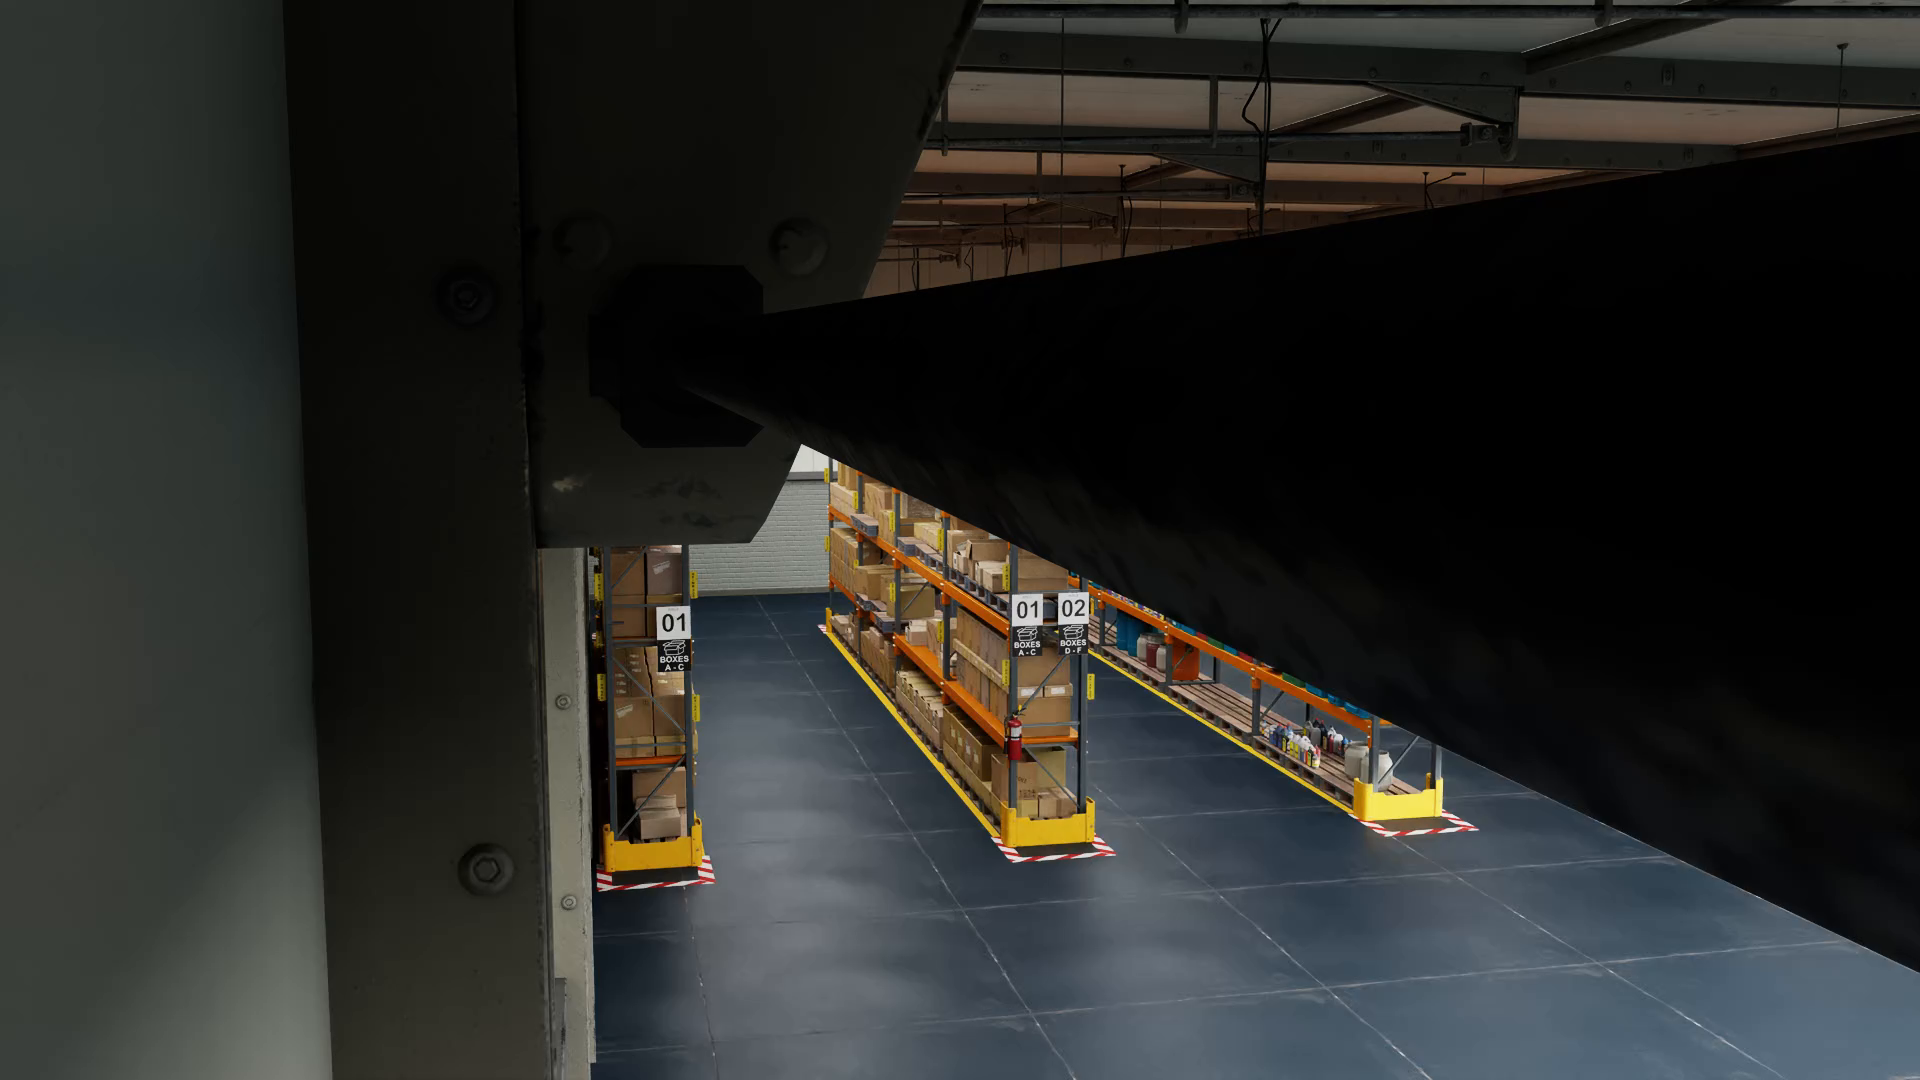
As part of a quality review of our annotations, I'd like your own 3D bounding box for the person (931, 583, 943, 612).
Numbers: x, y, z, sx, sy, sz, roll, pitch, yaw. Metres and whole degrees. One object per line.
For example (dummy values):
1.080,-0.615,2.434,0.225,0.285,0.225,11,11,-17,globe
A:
-0.471,1.193,36.292,0.684,1.697,0.691,-4,8,-27,person
